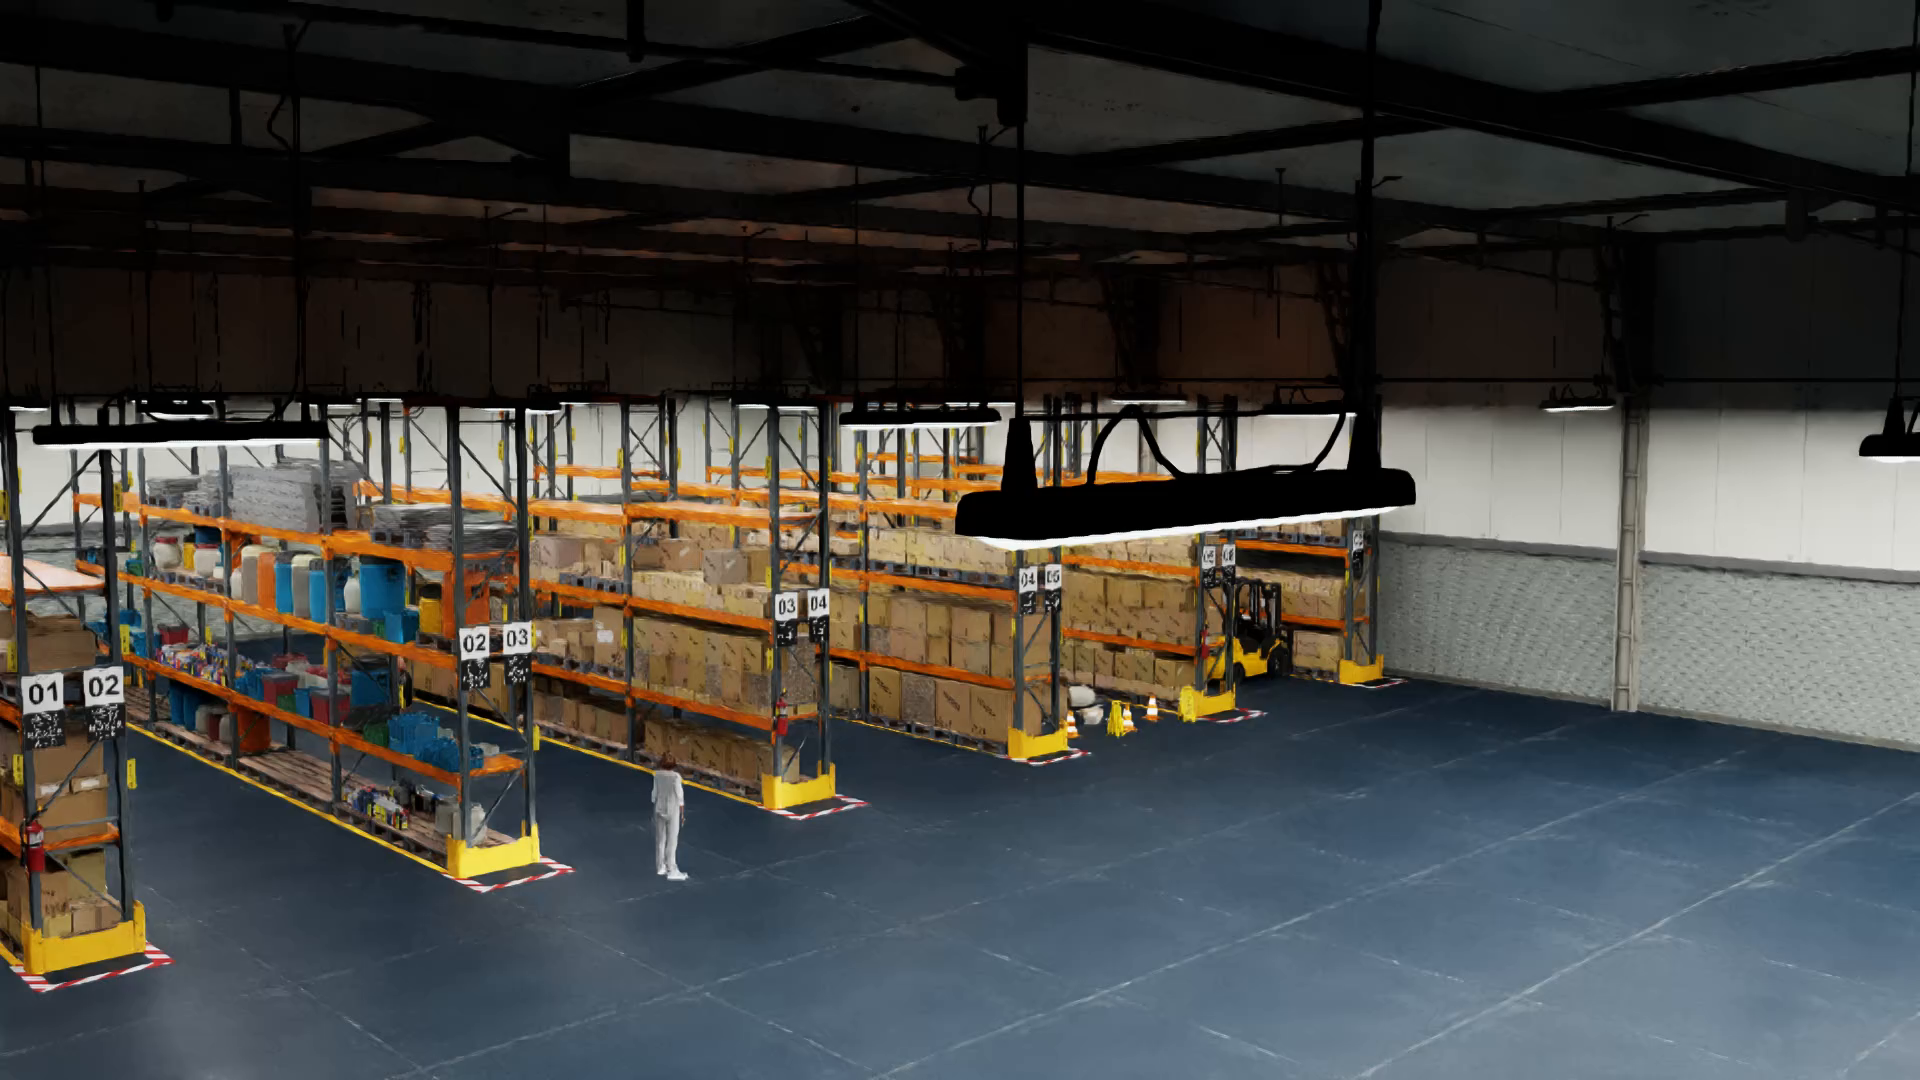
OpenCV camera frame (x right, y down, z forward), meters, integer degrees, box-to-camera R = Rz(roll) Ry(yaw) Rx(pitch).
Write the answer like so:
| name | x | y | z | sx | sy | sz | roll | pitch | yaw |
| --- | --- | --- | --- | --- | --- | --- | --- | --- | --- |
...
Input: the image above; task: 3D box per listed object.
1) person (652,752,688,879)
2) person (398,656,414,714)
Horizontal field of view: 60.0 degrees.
| name | x | y | z | sx | sy | sz | roll | pitch | yaw |
| --- | --- | --- | --- | --- | --- | --- | --- | --- | --- |
| person | -3.691 | 3.480 | 21.118 | 0.504 | 1.603 | 0.419 | 2 | 6 | 20 |
| person | -9.443 | 2.787 | 28.035 | 1.026 | 1.662 | 0.538 | 4 | 7 | 39 |
